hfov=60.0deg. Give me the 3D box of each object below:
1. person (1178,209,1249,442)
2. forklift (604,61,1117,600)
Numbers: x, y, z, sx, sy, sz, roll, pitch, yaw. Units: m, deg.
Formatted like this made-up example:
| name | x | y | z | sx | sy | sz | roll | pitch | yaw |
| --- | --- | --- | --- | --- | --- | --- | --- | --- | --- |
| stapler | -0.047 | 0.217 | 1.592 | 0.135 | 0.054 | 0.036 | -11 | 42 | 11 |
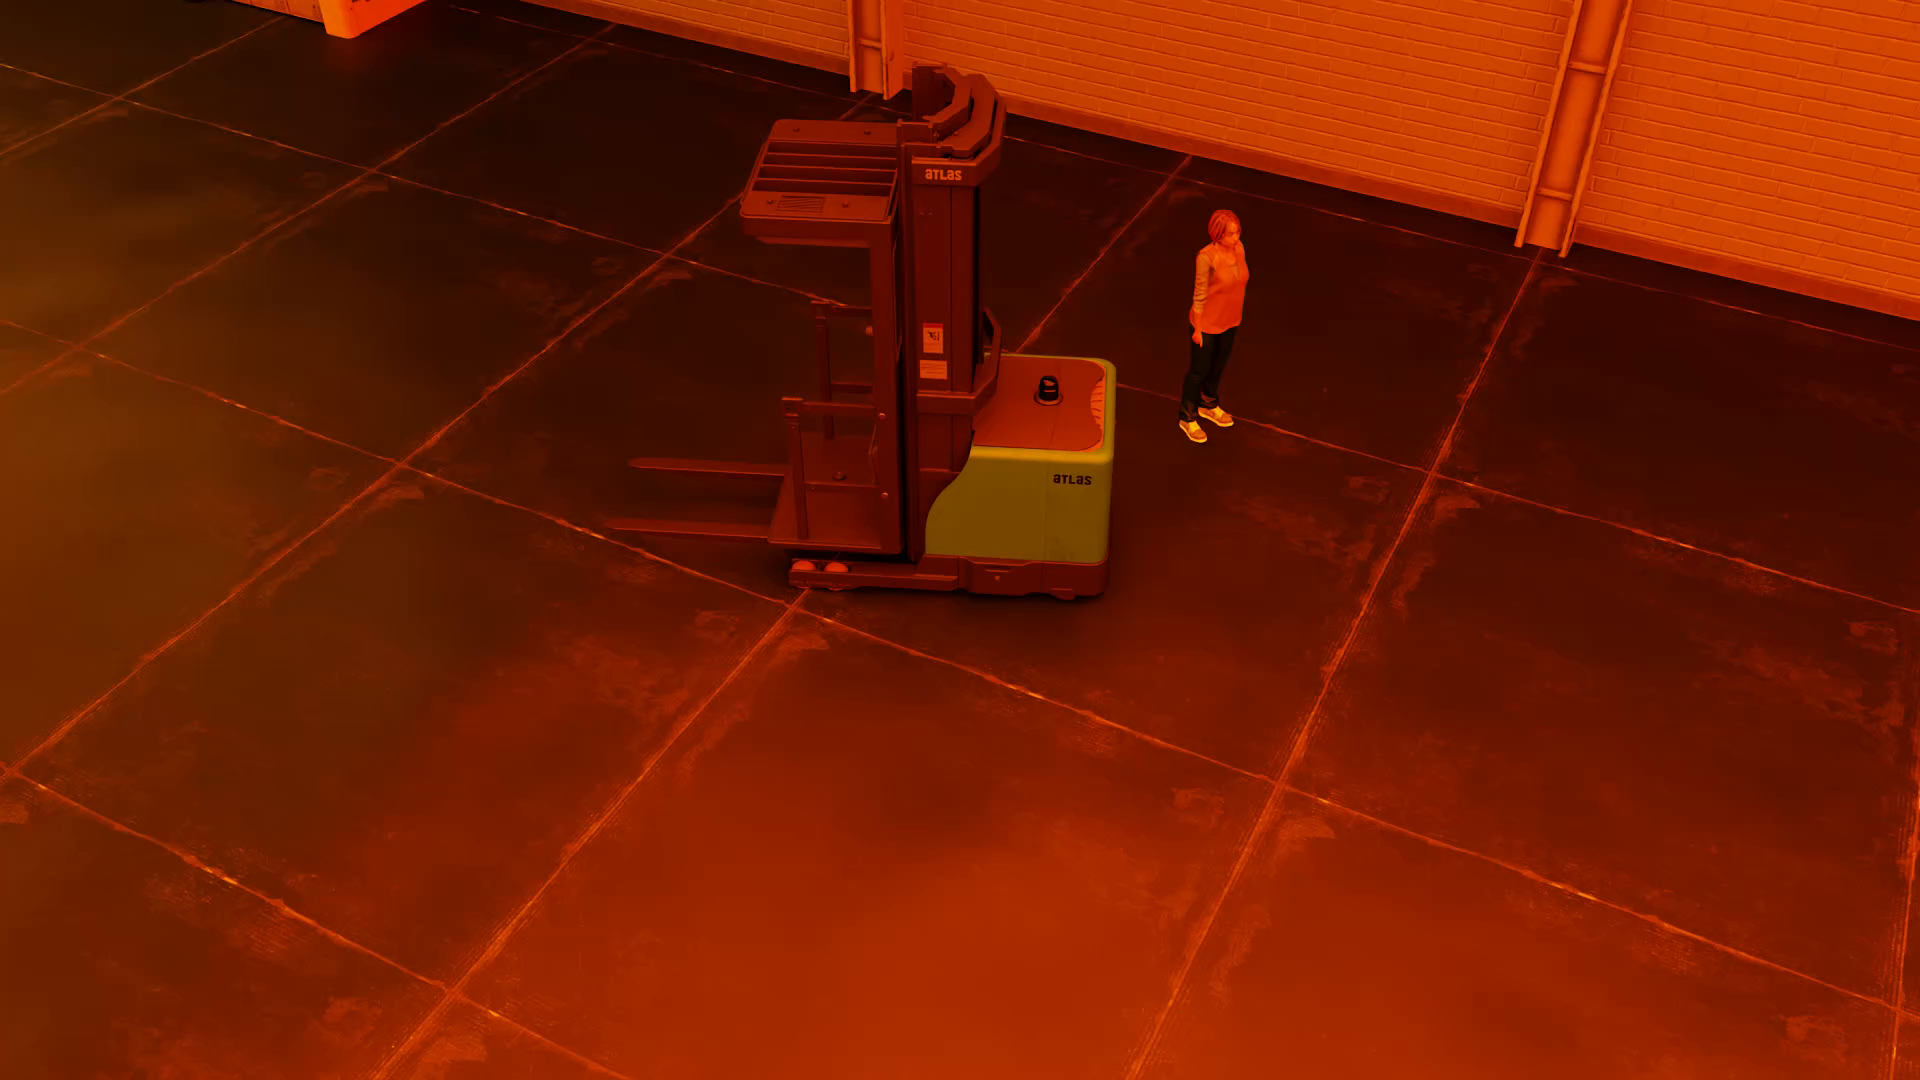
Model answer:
| name | x | y | z | sx | sy | sz | roll | pitch | yaw |
| --- | --- | --- | --- | --- | --- | --- | --- | --- | --- |
| person | 1.640 | -1.392 | 10.674 | 0.406 | 1.603 | 0.316 | -30 | 49 | -31 |
| forklift | -0.606 | -1.157 | 9.360 | 3.031 | 2.935 | 1.130 | 3 | 40 | 4 |
